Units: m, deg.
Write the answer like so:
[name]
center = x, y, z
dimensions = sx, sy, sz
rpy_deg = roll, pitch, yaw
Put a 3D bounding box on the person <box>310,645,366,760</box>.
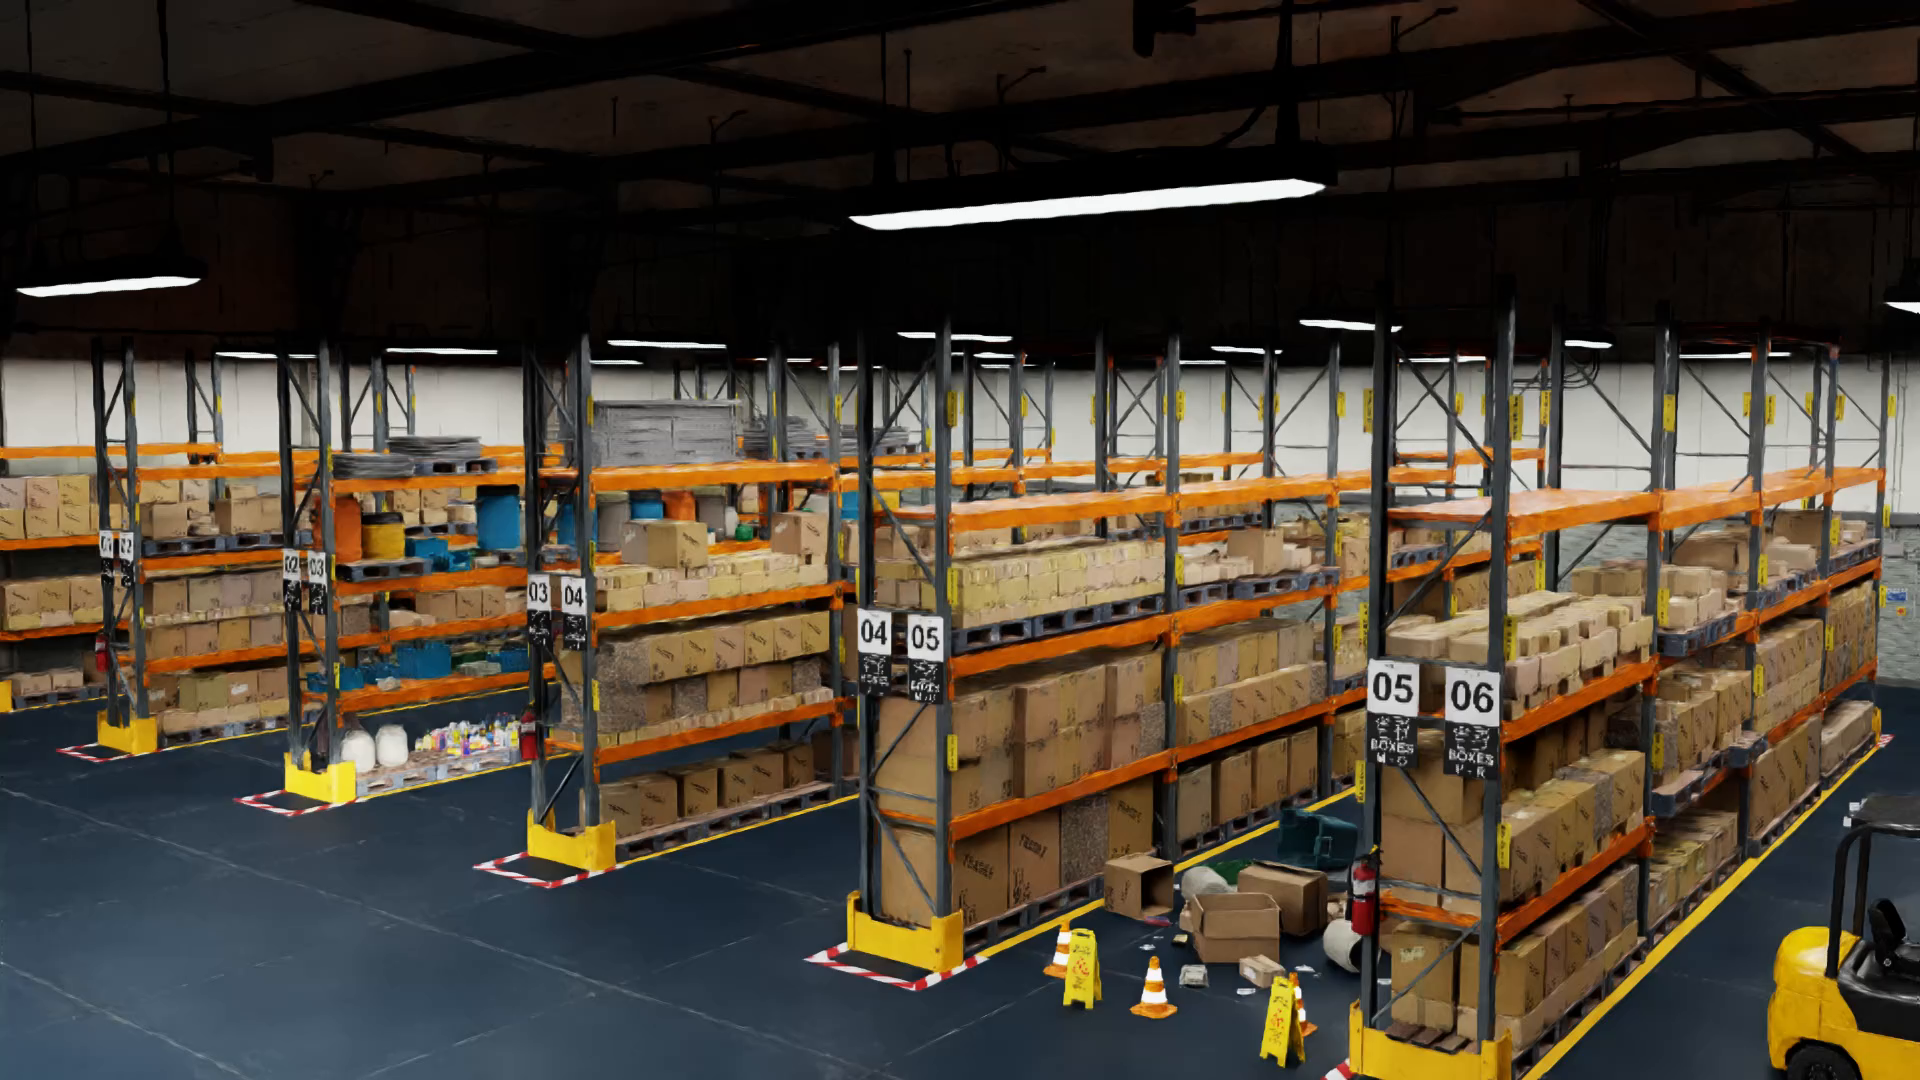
[person]
center = -8.779, 2.291, 23.552
dimensions = 0.961, 1.672, 0.572
rpy_deg = -3, 6, -31
